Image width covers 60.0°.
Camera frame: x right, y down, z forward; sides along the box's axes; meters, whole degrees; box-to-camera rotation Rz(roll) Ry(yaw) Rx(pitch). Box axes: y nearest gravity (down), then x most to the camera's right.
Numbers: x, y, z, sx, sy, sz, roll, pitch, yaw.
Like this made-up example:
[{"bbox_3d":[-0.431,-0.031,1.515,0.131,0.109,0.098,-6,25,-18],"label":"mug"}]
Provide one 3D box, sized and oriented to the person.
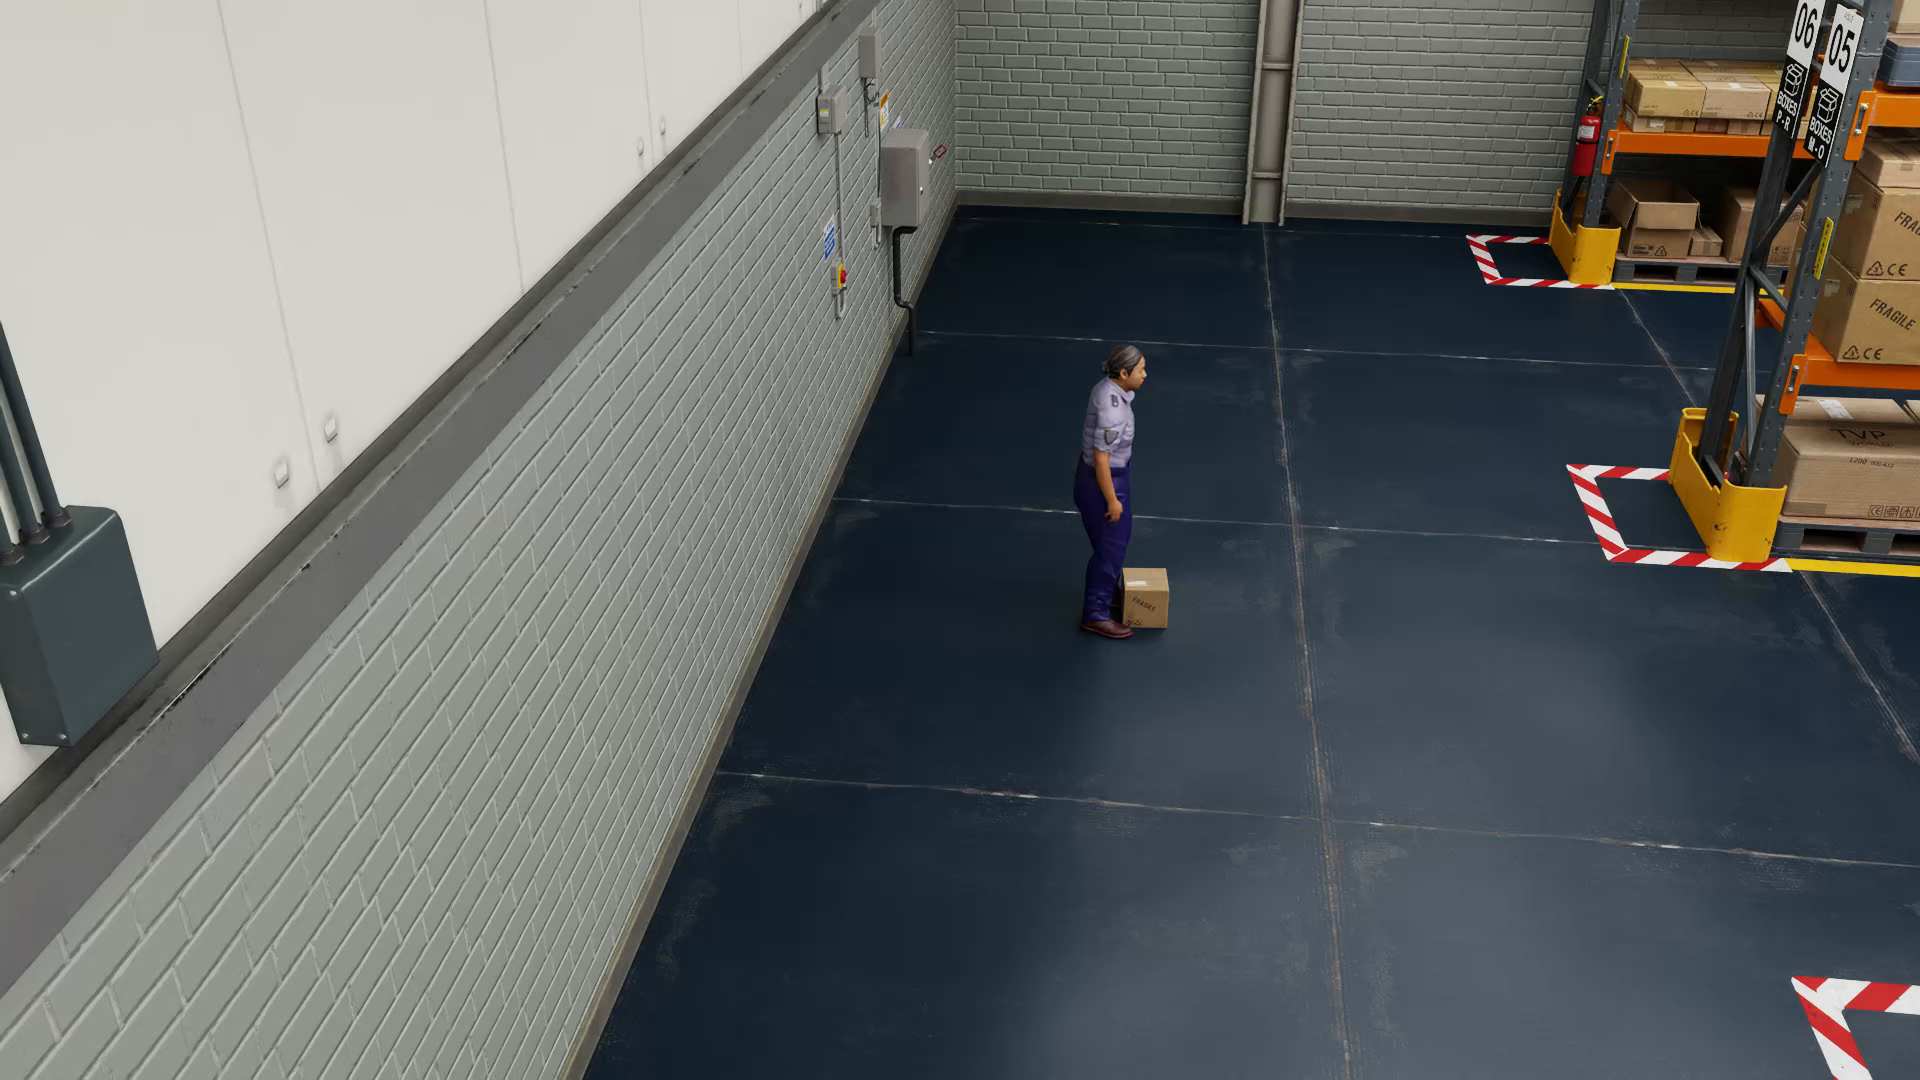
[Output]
[{"bbox_3d":[0.838,-0.291,9.180,0.413,1.638,0.540,3,29,6],"label":"person"}]
